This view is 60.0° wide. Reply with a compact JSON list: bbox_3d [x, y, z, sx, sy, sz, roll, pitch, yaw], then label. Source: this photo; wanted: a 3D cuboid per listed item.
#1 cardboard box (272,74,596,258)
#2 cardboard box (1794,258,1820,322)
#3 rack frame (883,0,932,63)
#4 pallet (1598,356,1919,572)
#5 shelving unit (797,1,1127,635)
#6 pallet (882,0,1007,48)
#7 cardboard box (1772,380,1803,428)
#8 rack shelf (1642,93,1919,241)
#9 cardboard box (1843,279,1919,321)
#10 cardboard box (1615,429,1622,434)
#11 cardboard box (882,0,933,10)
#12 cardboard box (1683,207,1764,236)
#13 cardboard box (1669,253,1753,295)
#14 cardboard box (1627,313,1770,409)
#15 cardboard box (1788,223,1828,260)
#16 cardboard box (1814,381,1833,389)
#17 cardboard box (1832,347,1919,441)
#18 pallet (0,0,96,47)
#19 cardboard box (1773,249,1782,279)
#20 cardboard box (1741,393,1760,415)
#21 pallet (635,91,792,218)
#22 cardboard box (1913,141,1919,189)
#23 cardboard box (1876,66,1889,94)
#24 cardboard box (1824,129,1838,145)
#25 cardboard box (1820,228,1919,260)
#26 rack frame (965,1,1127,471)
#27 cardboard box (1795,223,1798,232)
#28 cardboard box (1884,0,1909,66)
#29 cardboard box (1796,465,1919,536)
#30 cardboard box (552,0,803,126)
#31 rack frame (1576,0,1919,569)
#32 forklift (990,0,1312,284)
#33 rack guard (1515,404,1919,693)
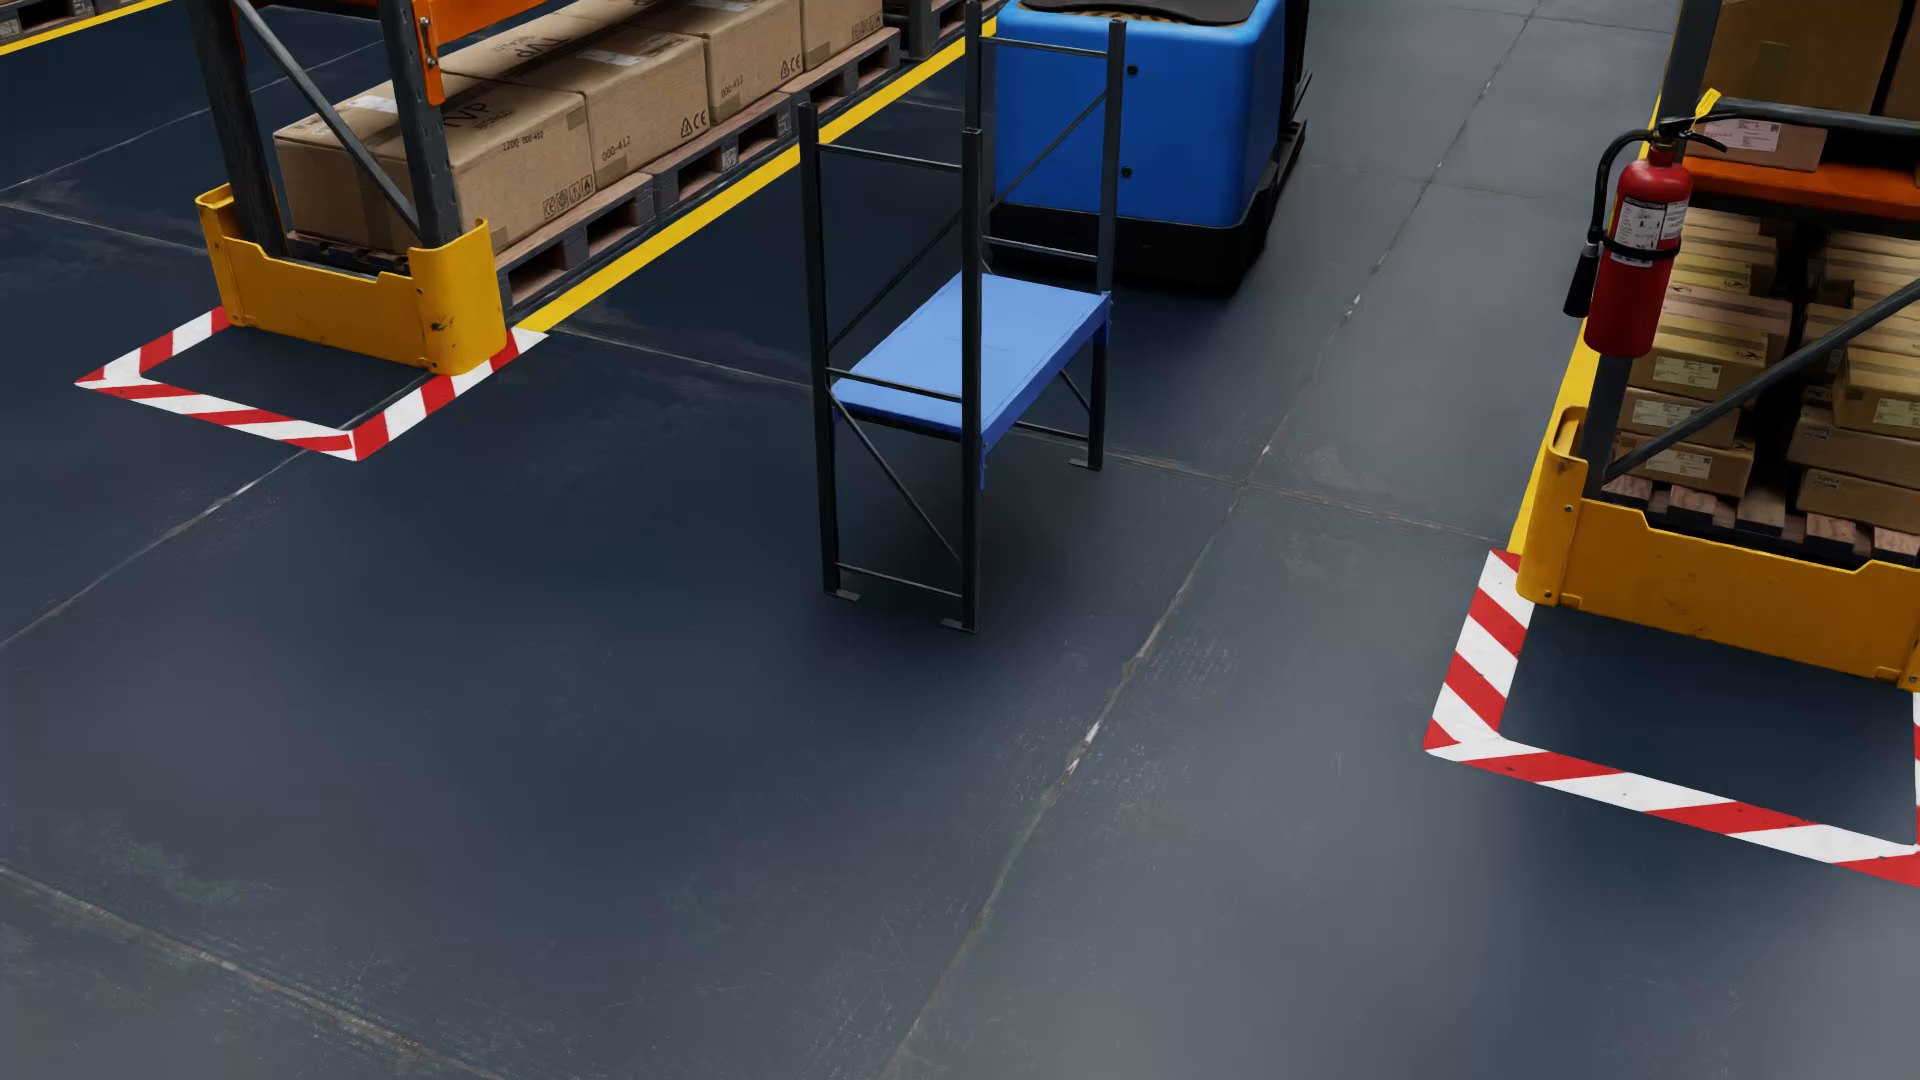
[{"bbox_3d":[-2.126,-1.538,6.813,0.875,0.438,0.875,13,35,19],"label":"cardboard box"},{"bbox_3d":[3.098,-0.829,5.724,0.380,0.149,0.250,12,35,18],"label":"cardboard box"},{"bbox_3d":[-0.637,-4.074,8.727,1.000,3.000,0.127,14,36,20],"label":"rack frame"},{"bbox_3d":[2.631,-0.265,5.461,1.003,0.211,1.213,14,36,20],"label":"pallet"},{"bbox_3d":[0.036,-0.670,4.904,0.538,1.500,1.048,14,36,20],"label":"shelving unit"},{"bbox_3d":[-0.383,-3.309,10.105,1.003,0.211,1.213,14,36,20],"label":"pallet"},{"bbox_3d":[2.870,-0.442,5.405,0.380,0.149,0.250,15,36,21],"label":"cardboard box"},{"bbox_3d":[3.064,-1.692,5.750,1.077,0.370,4.000,14,36,20],"label":"rack shelf"},{"bbox_3d":[2.983,-0.673,5.215,0.380,0.149,0.250,14,36,20],"label":"cardboard box"},{"bbox_3d":[2.274,-0.441,5.404,0.380,0.149,0.250,15,36,22],"label":"cardboard box"},{"bbox_3d":[-0.451,-3.688,9.694,0.875,0.875,0.875,15,36,22],"label":"cardboard box"},{"bbox_3d":[2.597,-1.082,5.838,0.380,0.149,0.250,16,36,22],"label":"cardboard box"},{"bbox_3d":[2.369,-0.821,5.440,0.380,0.149,0.250,13,36,19],"label":"cardboard box"},{"bbox_3d":[2.219,-0.550,5.028,0.380,0.149,0.250,15,36,21],"label":"cardboard box"},{"bbox_3d":[3.296,-1.106,6.146,0.380,0.149,0.250,16,36,23],"label":"cardboard box"},{"bbox_3d":[2.846,-0.430,5.116,0.380,0.149,0.250,14,36,20],"label":"cardboard box"},{"bbox_3d":[2.755,-0.412,4.817,0.380,0.149,0.250,13,35,18],"label":"cardboard box"},{"bbox_3d":[-5.945,-3.093,9.775,1.003,0.211,1.213,14,36,20],"label":"pallet"},{"bbox_3d":[2.910,-1.061,6.349,0.380,0.149,0.250,15,36,22],"label":"cardboard box"},{"bbox_3d":[2.347,-0.550,5.300,0.380,0.149,0.250,13,36,19],"label":"cardboard box"},{"bbox_3d":[-1.536,-1.937,8.012,1.003,0.211,1.213,14,36,20],"label":"pallet"},{"bbox_3d":[2.661,-0.978,4.234,0.380,0.149,0.250,14,36,20],"label":"cardboard box"},{"bbox_3d":[2.875,-1.396,4.873,0.380,0.149,0.250,16,36,23],"label":"cardboard box"},{"bbox_3d":[2.245,-1.234,4.625,0.380,0.149,0.250,14,36,20],"label":"cardboard box"},{"bbox_3d":[3.136,-0.951,5.639,0.380,0.149,0.250,16,36,22],"label":"cardboard box"},{"bbox_3d":[0.248,-0.923,5.290,0.500,1.500,0.032,14,36,20],"label":"rack frame"},{"bbox_3d":[3.589,-1.339,6.773,0.380,0.149,0.250,13,36,19],"label":"cardboard box"},{"bbox_3d":[2.867,-1.595,4.585,0.500,0.500,0.500,14,36,21],"label":"cardboard box"},{"bbox_3d":[2.737,-0.167,4.987,0.380,0.149,0.250,15,36,21],"label":"cardboard box"},{"bbox_3d":[-1.372,-2.444,8.195,0.875,0.438,0.875,13,35,19],"label":"cardboard box"},{"bbox_3d":[2.227,-0.996,4.034,1.000,3.000,0.127,14,36,20],"label":"rack frame"},{"bbox_3d":[1.055,-3.057,7.239,1.130,2.935,3.031,10,35,15],"label":"forklift"},{"bbox_3d":[2.259,0.011,4.777,1.175,0.500,0.348,14,36,20],"label":"rack guard"}]
